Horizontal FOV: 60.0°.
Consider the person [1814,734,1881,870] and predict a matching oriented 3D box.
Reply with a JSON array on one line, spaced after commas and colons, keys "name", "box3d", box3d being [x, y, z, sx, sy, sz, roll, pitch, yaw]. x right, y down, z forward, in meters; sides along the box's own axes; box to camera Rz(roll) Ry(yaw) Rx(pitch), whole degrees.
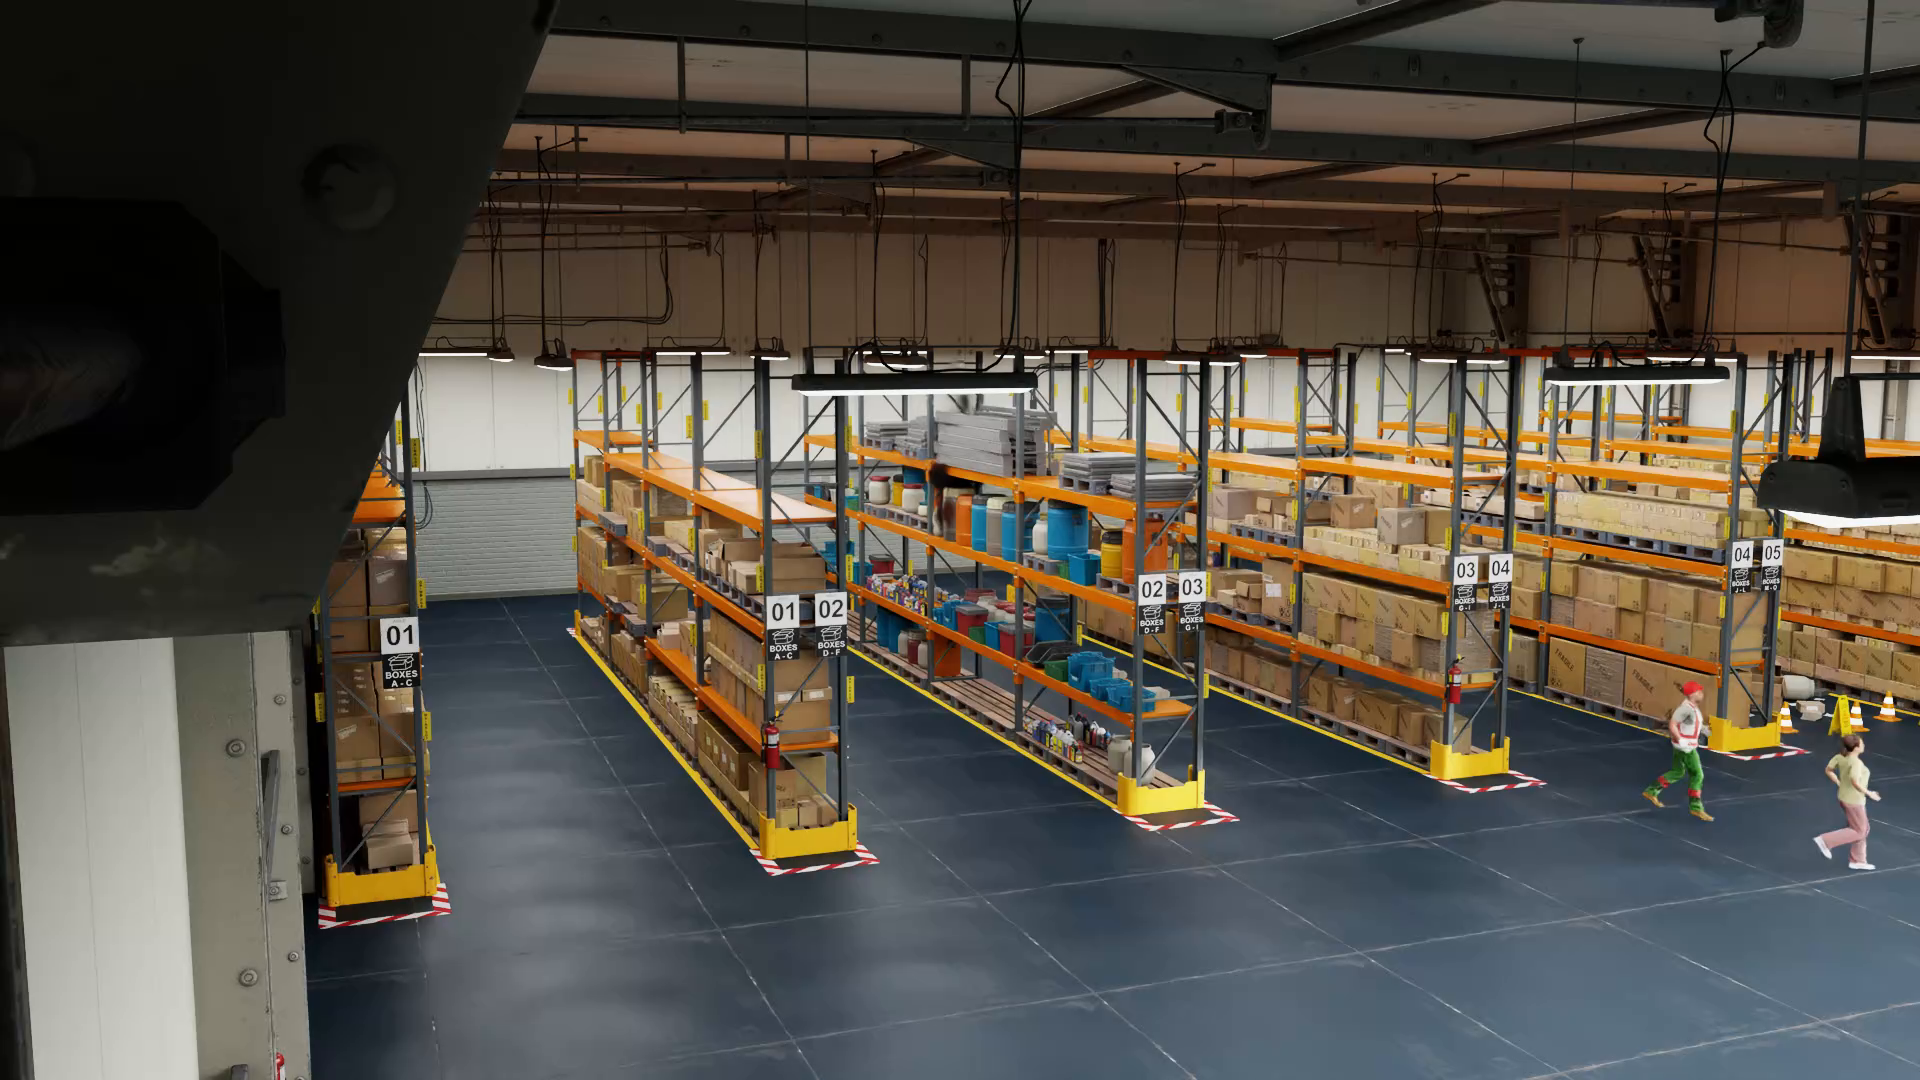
[{"name": "person", "box3d": [10.474, 3.097, 19.647, 0.756, 1.645, 0.581, 0, 7, 1]}]

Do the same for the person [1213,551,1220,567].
[{"name": "person", "box3d": [6.549, 0.335, 41.840, 0.912, 1.650, 0.595, -3, 8, -20]}]

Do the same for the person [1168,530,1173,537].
[{"name": "person", "box3d": [4.736, 0.585, 39.500, 0.844, 1.736, 0.769, -1, 7, -7]}]

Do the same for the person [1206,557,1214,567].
[{"name": "person", "box3d": [5.190, 1.184, 34.754, 0.659, 1.673, 0.614, -3, 8, -24]}]

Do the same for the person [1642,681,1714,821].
[{"name": "person", "box3d": [9.459, 2.728, 21.824, 0.878, 1.810, 0.650, 3, 8, 22]}]
